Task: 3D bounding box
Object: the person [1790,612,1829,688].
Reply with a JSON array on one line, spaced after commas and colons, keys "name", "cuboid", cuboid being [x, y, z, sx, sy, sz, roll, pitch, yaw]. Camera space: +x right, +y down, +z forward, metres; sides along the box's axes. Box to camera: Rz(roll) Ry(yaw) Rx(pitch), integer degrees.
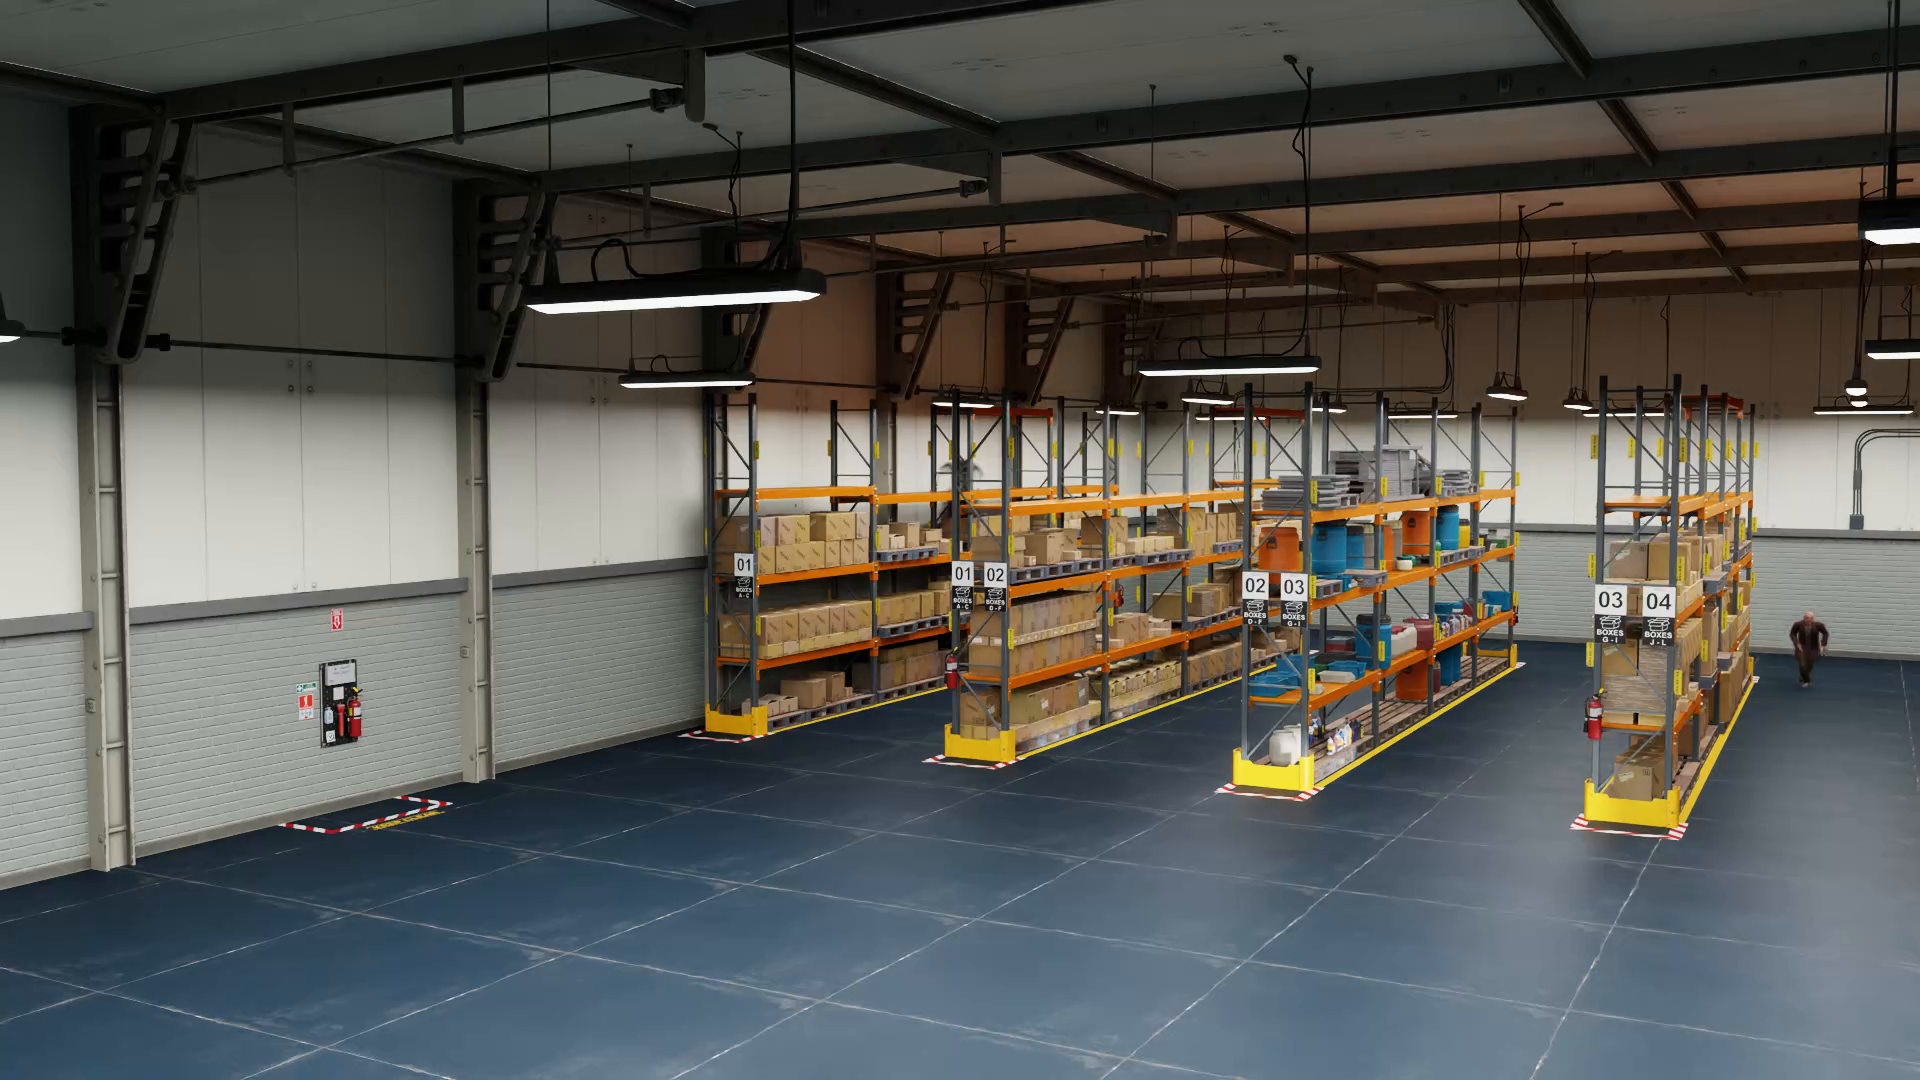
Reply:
[{"name": "person", "cuboid": [17.866, 2.299, 35.017, 0.736, 1.634, 0.837, 1, 3, 23]}]
